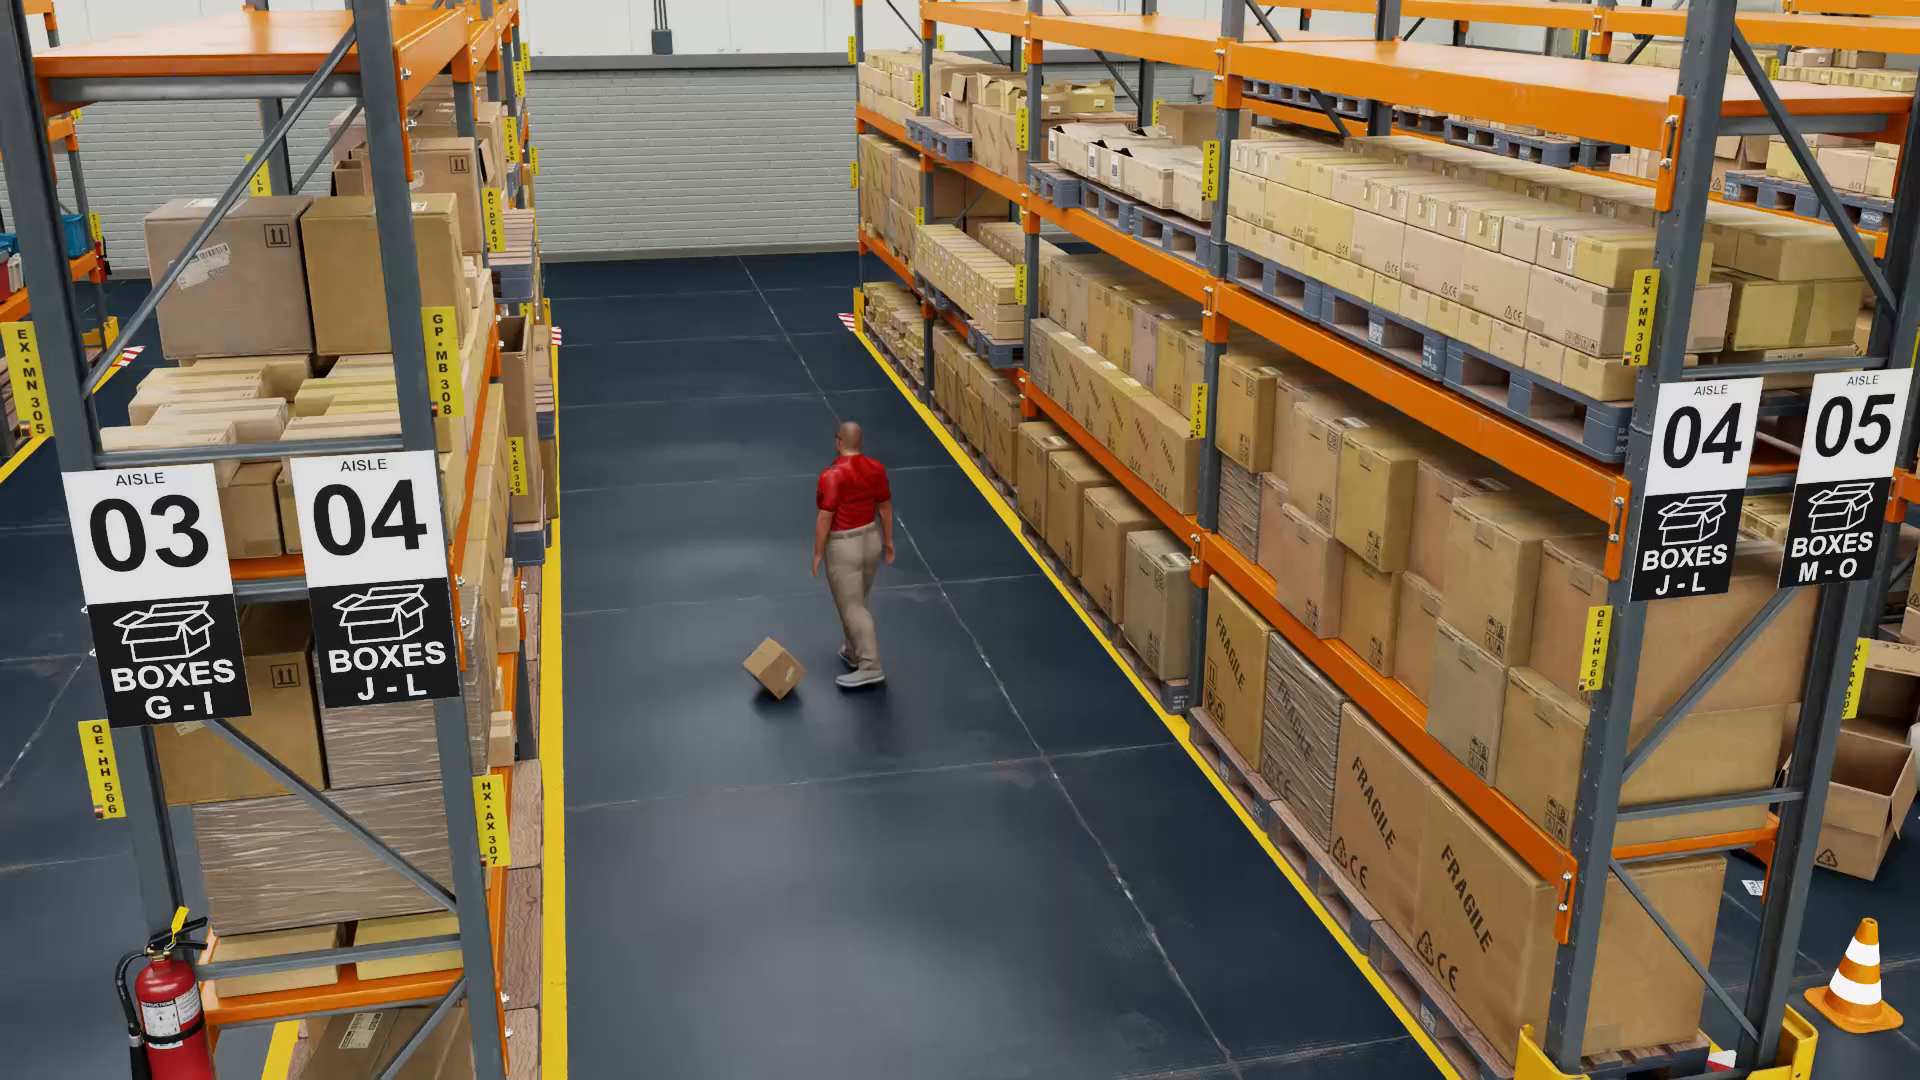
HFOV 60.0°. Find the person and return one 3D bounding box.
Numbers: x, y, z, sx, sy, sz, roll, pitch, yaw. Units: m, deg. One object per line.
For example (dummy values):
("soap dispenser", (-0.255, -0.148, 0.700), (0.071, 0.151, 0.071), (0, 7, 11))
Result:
("person", (-0.673, 0.070, 10.904), (0.626, 1.716, 0.619), (17, 26, 40))
